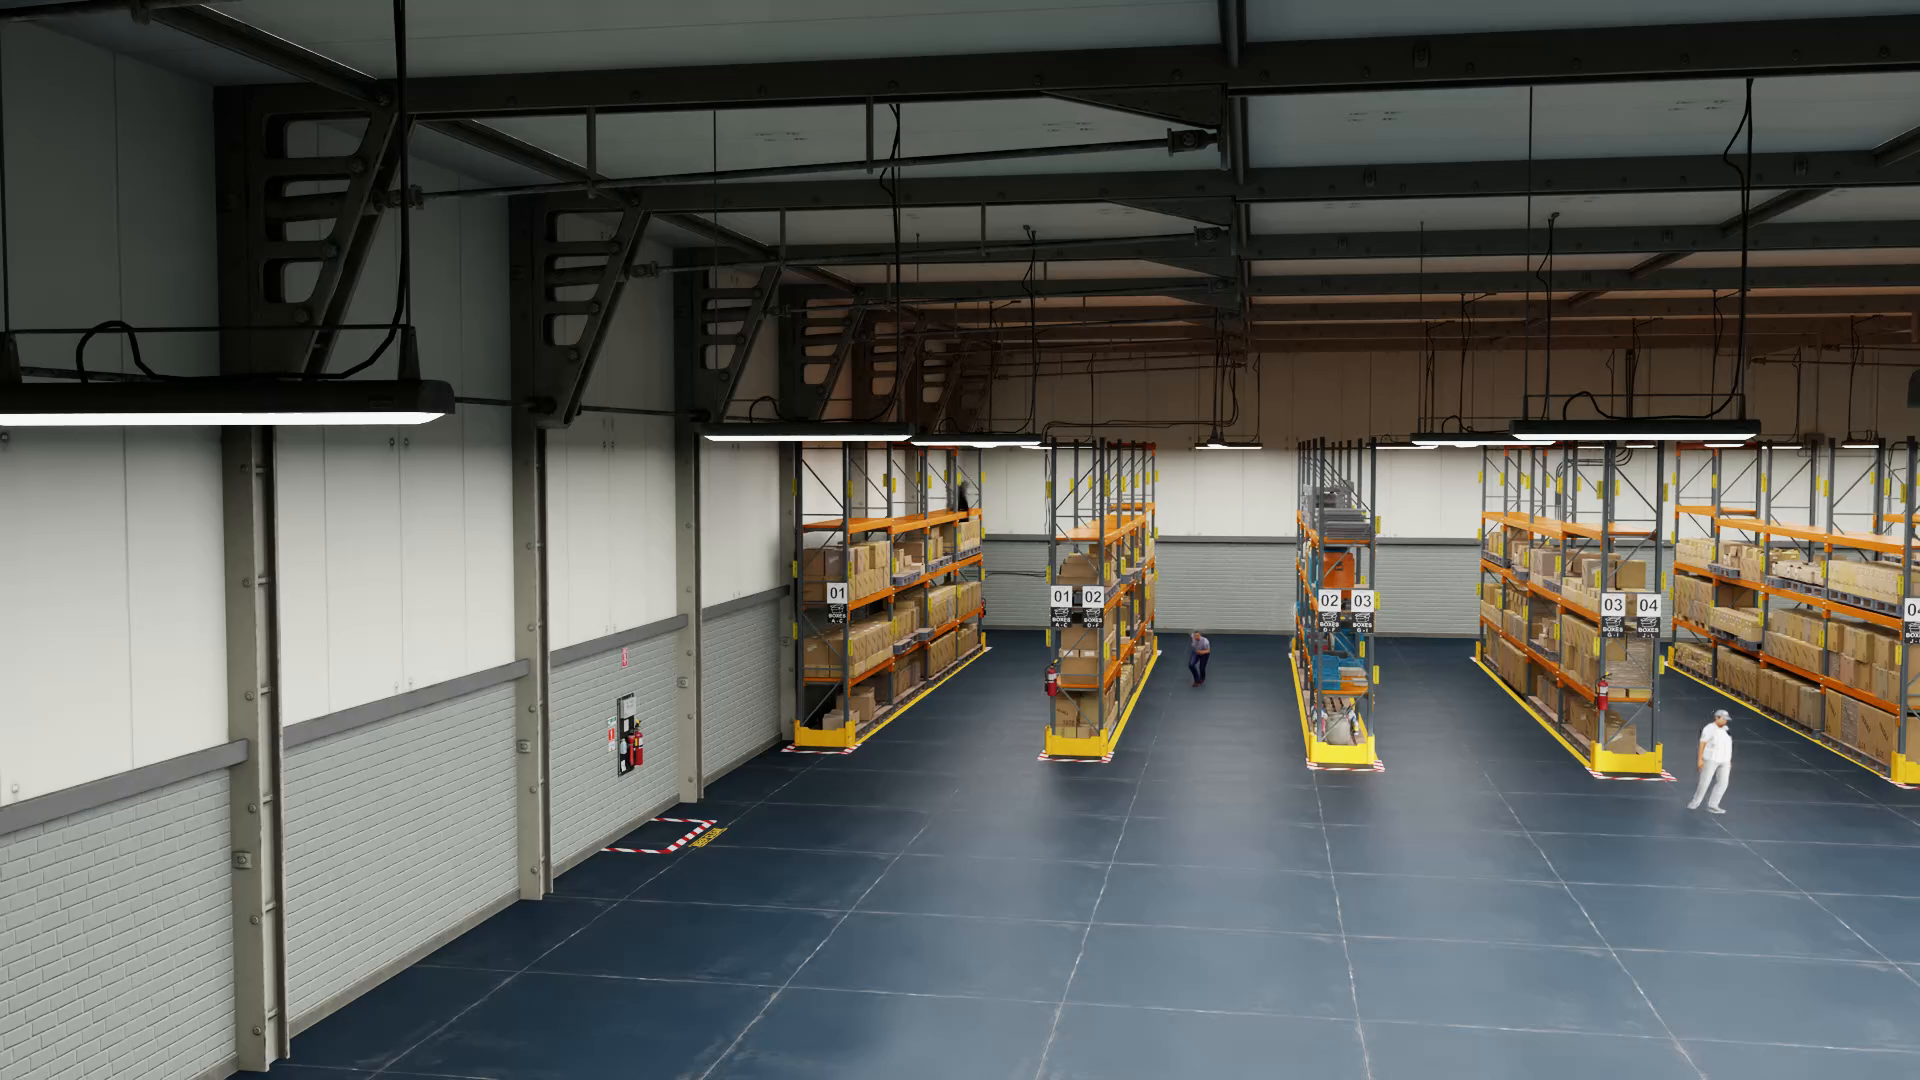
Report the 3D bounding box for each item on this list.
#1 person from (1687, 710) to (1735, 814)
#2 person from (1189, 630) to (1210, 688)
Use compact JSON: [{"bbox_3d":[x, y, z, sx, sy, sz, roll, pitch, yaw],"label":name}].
[{"bbox_3d":[11.912,3.505,26.388,0.619,1.645,0.513,-1,3,-15],"label":"person"},{"bbox_3d":[5.901,2.873,40.703,0.589,1.432,1.114,1,3,24],"label":"person"}]
